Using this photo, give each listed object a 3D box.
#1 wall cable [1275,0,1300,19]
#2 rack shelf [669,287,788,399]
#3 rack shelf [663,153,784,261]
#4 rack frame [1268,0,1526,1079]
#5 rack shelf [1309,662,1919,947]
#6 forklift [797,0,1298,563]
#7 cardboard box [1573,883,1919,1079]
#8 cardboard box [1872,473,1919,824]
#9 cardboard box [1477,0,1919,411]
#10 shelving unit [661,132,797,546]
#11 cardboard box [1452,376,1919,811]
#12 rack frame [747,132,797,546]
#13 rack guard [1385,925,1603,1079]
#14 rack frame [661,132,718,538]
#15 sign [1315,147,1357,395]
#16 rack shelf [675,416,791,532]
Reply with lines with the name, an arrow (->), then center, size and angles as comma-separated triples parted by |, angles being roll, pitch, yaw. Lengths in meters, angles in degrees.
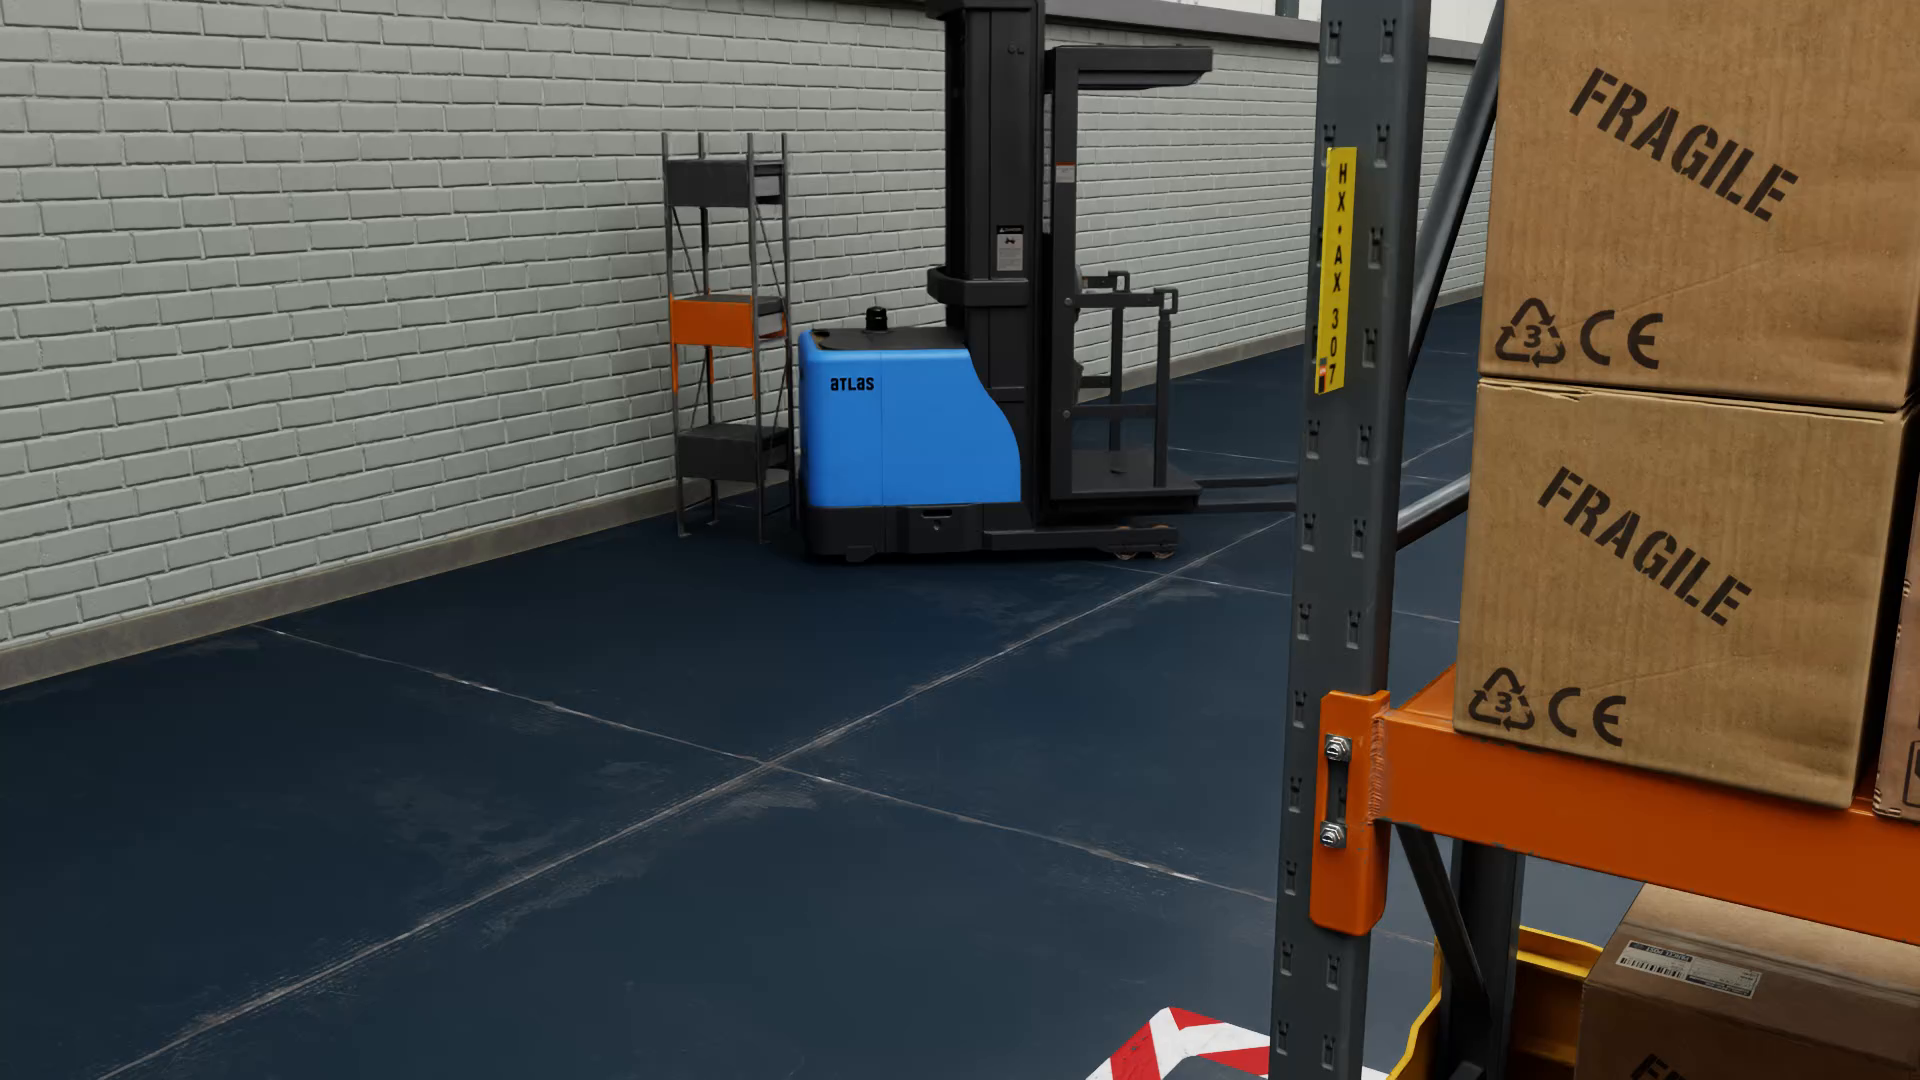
wall cable -> 3.576, -7.946, 15.500 | 0.120, 5.999, 2.277 | 9, 17, 33
rack shelf -> -1.197, -1.039, 8.709 | 0.480, 0.518, 0.431 | 5, 15, 21
rack shelf -> -1.197, -1.719, 8.541 | 0.480, 0.518, 0.431 | 5, 15, 21
rack frame -> 0.811, -0.051, 2.788 | 0.053, 2.616, 0.949 | 9, 17, 33
rack shelf -> 2.472, 0.565, 1.794 | 4.000, 0.370, 1.077 | 9, 17, 33
forklift -> 0.678, -1.450, 8.582 | 3.031, 2.935, 1.130 | -2, 14, -8
cardboard box -> 1.401, 0.972, 2.942 | 0.500, 0.500, 0.500 | 9, 17, 33
cardboard box -> 1.465, 0.080, 2.051 | 0.500, 0.500, 0.500 | 9, 17, 32
cardboard box -> 1.033, -0.474, 2.206 | 0.500, 0.500, 0.500 | 10, 17, 34
shelving unit -> -1.197, -1.053, 8.706 | 0.503, 2.100, 0.431 | 5, 15, 21
cardboard box -> 1.033, 0.012, 2.326 | 0.500, 0.500, 0.500 | 10, 17, 34
rack frame -> -0.969, -1.031, 8.620 | 0.015, 2.100, 0.400 | 5, 15, 21
rack guard -> 0.875, 1.172, 3.050 | 0.348, 0.500, 1.175 | 9, 17, 33
rack frame -> -1.424, -1.074, 8.792 | 0.015, 2.100, 0.400 | 5, 15, 21
sign -> 0.510, -0.364, 2.250 | 0.005, 0.325, 0.100 | 9, 17, 33
rack shelf -> -1.197, -0.360, 8.878 | 0.480, 0.518, 0.431 | 5, 15, 21
